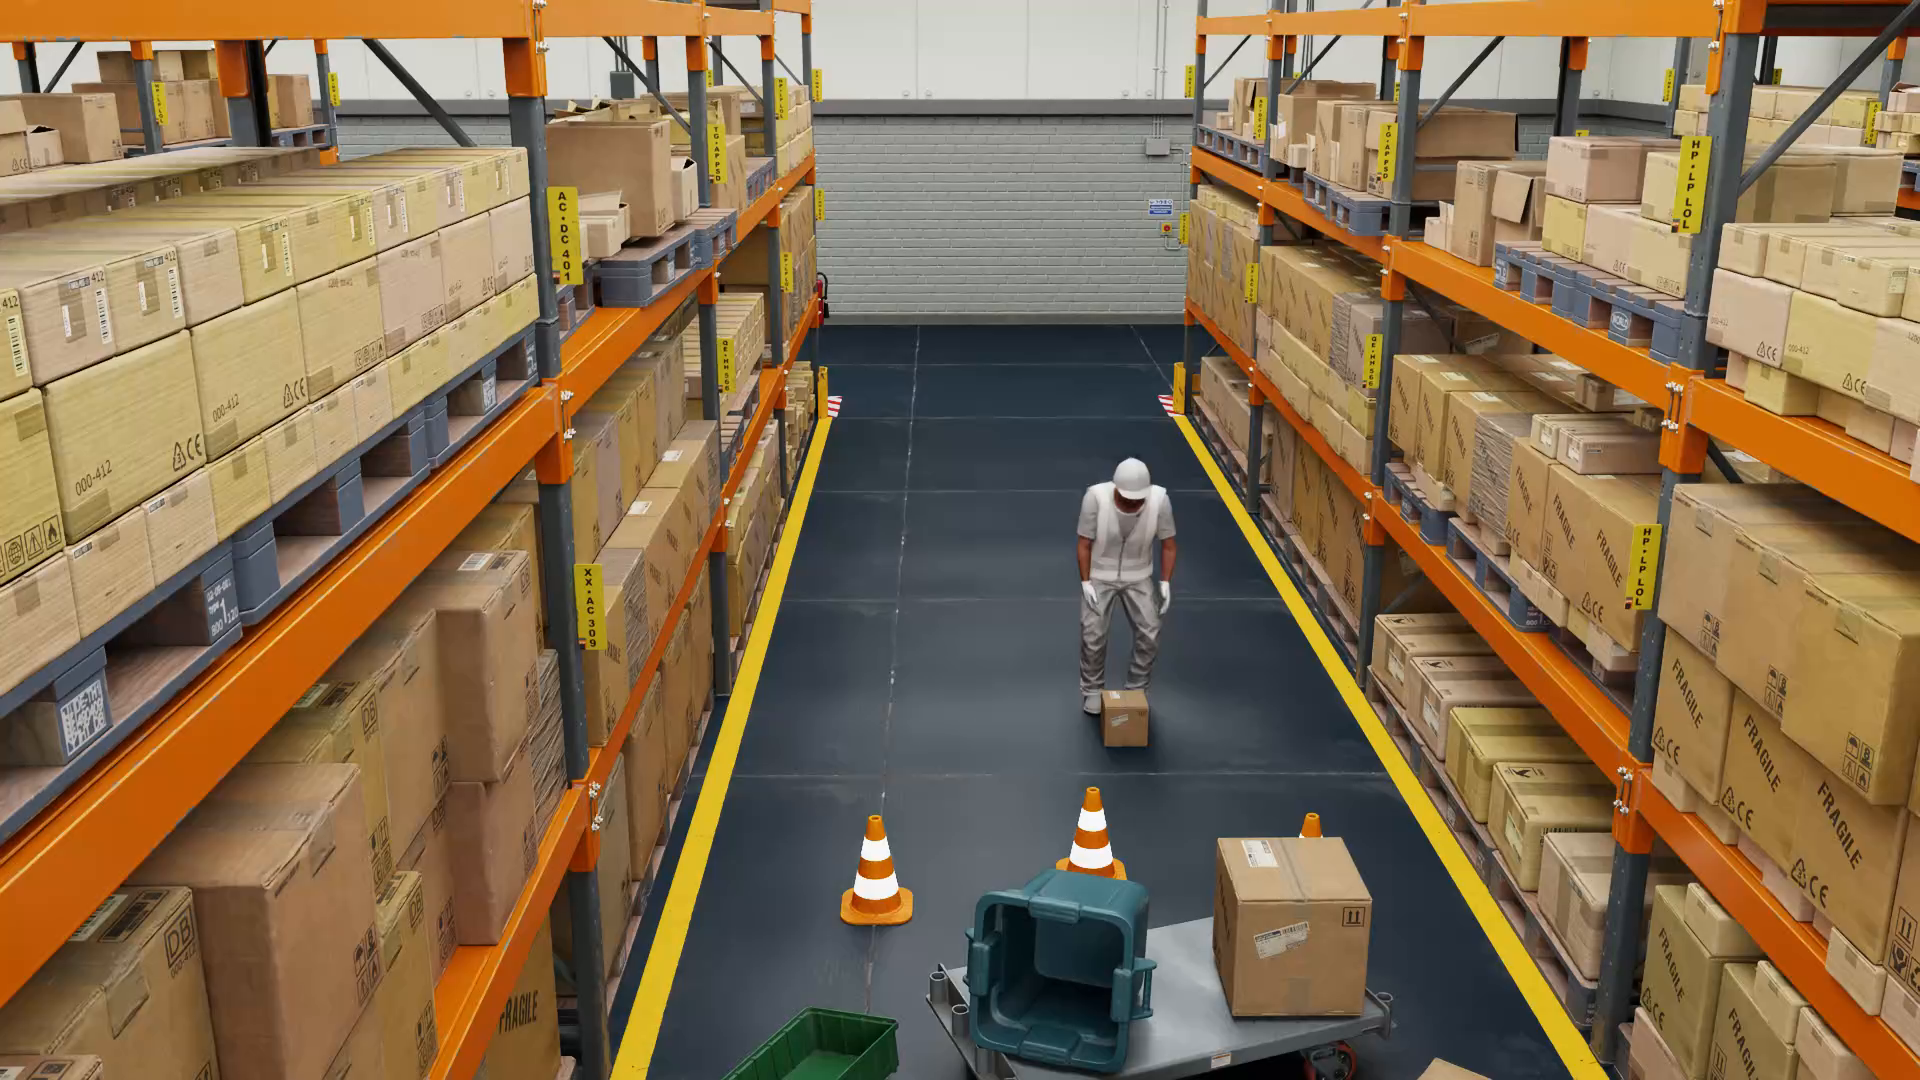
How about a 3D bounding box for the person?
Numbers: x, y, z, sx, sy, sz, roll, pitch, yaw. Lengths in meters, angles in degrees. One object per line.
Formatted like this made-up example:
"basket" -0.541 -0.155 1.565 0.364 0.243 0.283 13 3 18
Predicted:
"person" 0.989 0.255 9.952 0.598 1.624 0.606 0 17 0
